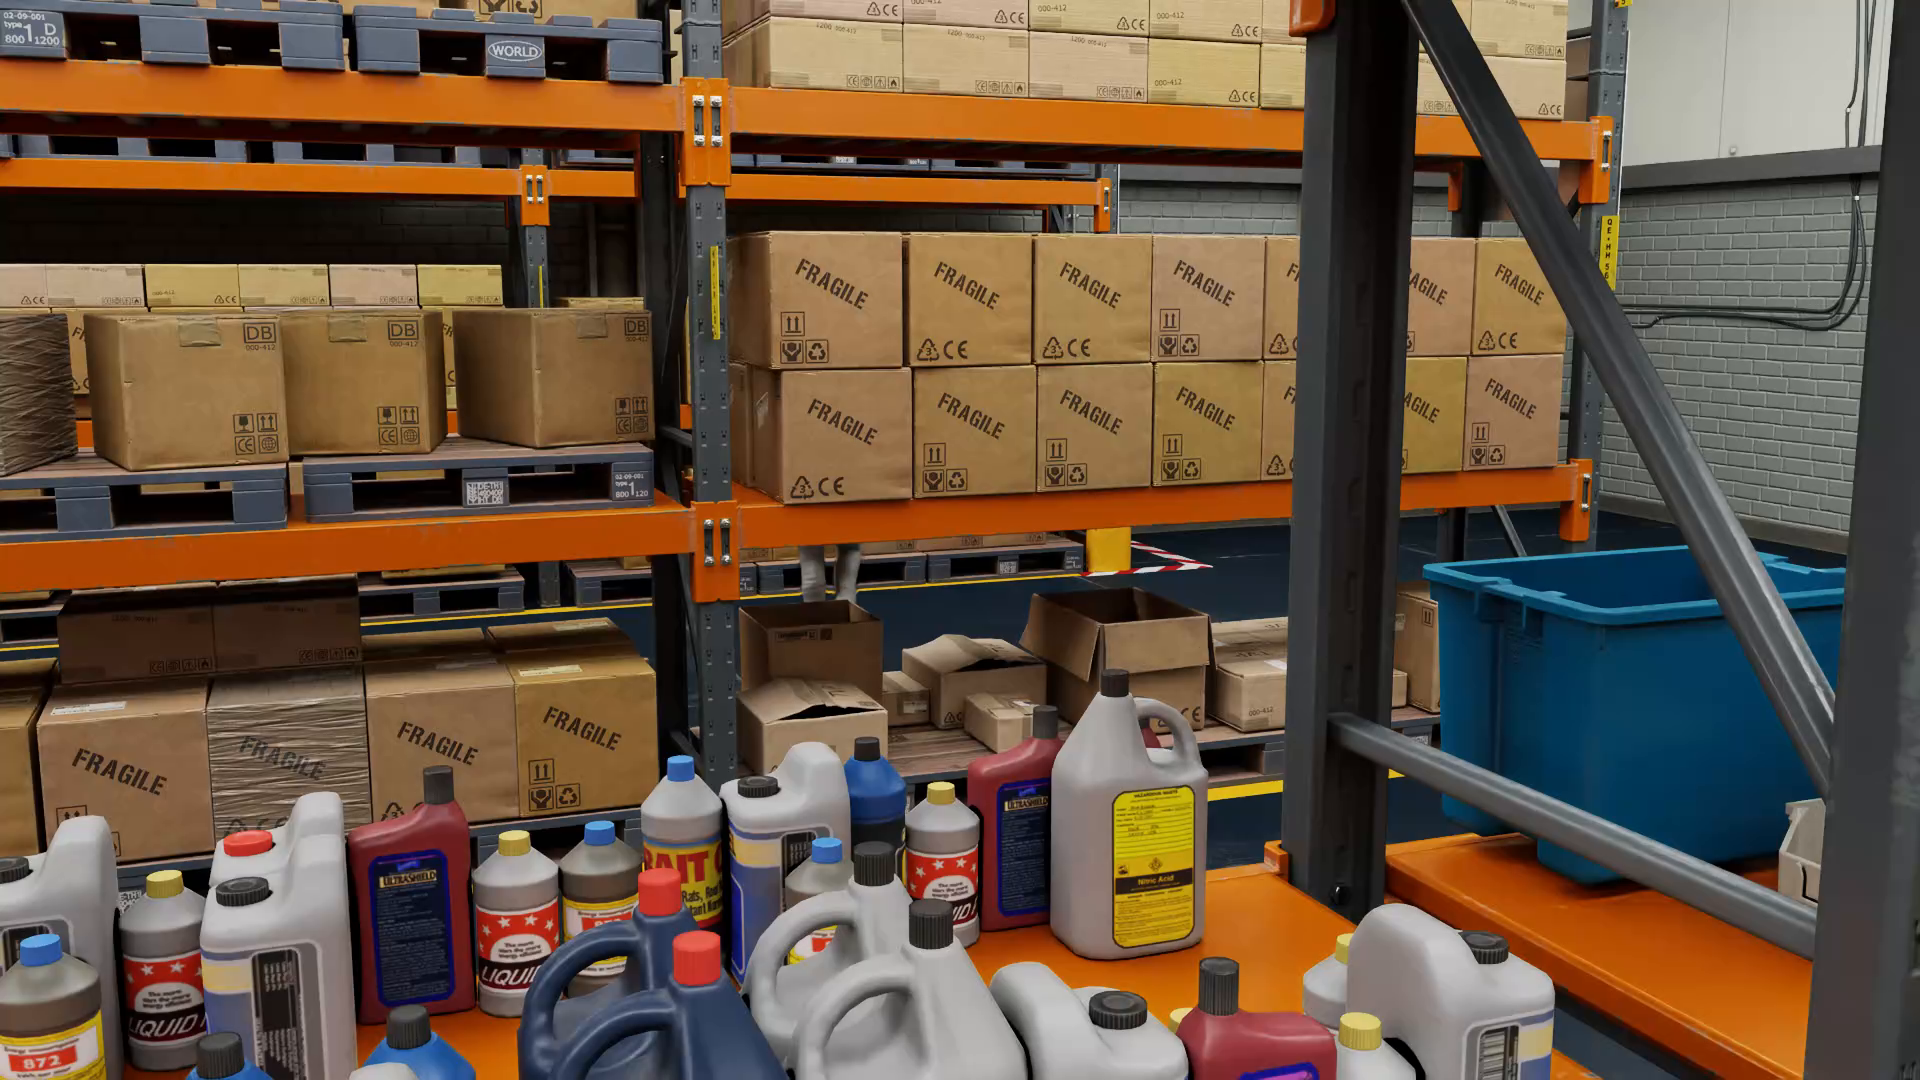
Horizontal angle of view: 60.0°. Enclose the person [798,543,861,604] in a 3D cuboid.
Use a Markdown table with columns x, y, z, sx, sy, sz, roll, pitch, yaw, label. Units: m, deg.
| x | y | z | sx | sy | sz | roll | pitch | yaw | label |
| --- | --- | --- | --- | --- | --- | --- | --- | --- | --- |
| -0.797 | -0.210 | 9.676 | 0.496 | 1.698 | 0.466 | -1 | 9 | -7 | person |
